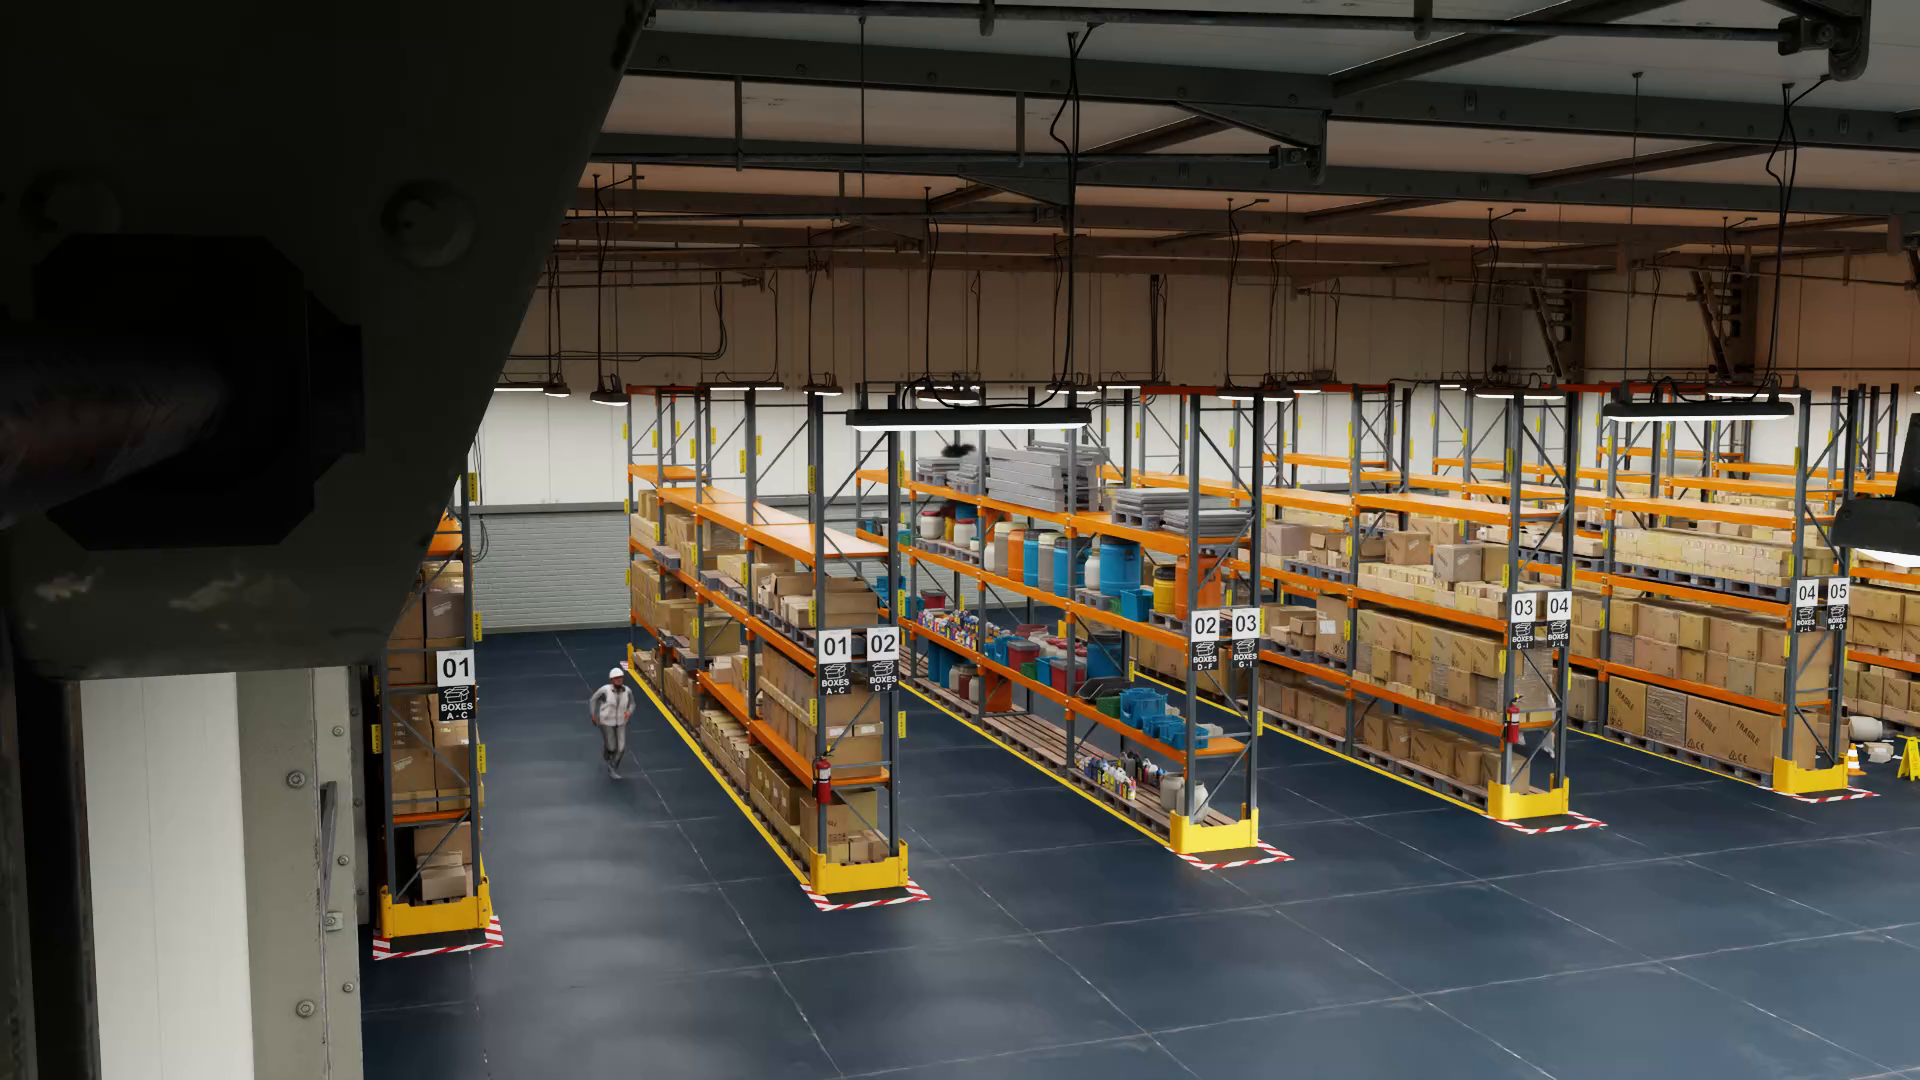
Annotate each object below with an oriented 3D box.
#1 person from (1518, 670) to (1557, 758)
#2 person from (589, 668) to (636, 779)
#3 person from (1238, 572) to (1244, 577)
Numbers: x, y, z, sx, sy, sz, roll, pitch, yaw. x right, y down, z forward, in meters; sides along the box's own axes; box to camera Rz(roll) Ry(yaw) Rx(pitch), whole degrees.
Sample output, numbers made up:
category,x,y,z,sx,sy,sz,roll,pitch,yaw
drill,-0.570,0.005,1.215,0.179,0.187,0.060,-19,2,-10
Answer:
category,x,y,z,sx,sy,sz,roll,pitch,yaw
person,9.501,2.649,27.324,0.742,1.836,0.956,-4,7,-33
person,-5.366,2.834,25.772,0.693,1.730,0.682,-3,7,-27
person,6.342,1.562,38.206,0.596,1.657,0.554,-2,6,-22
